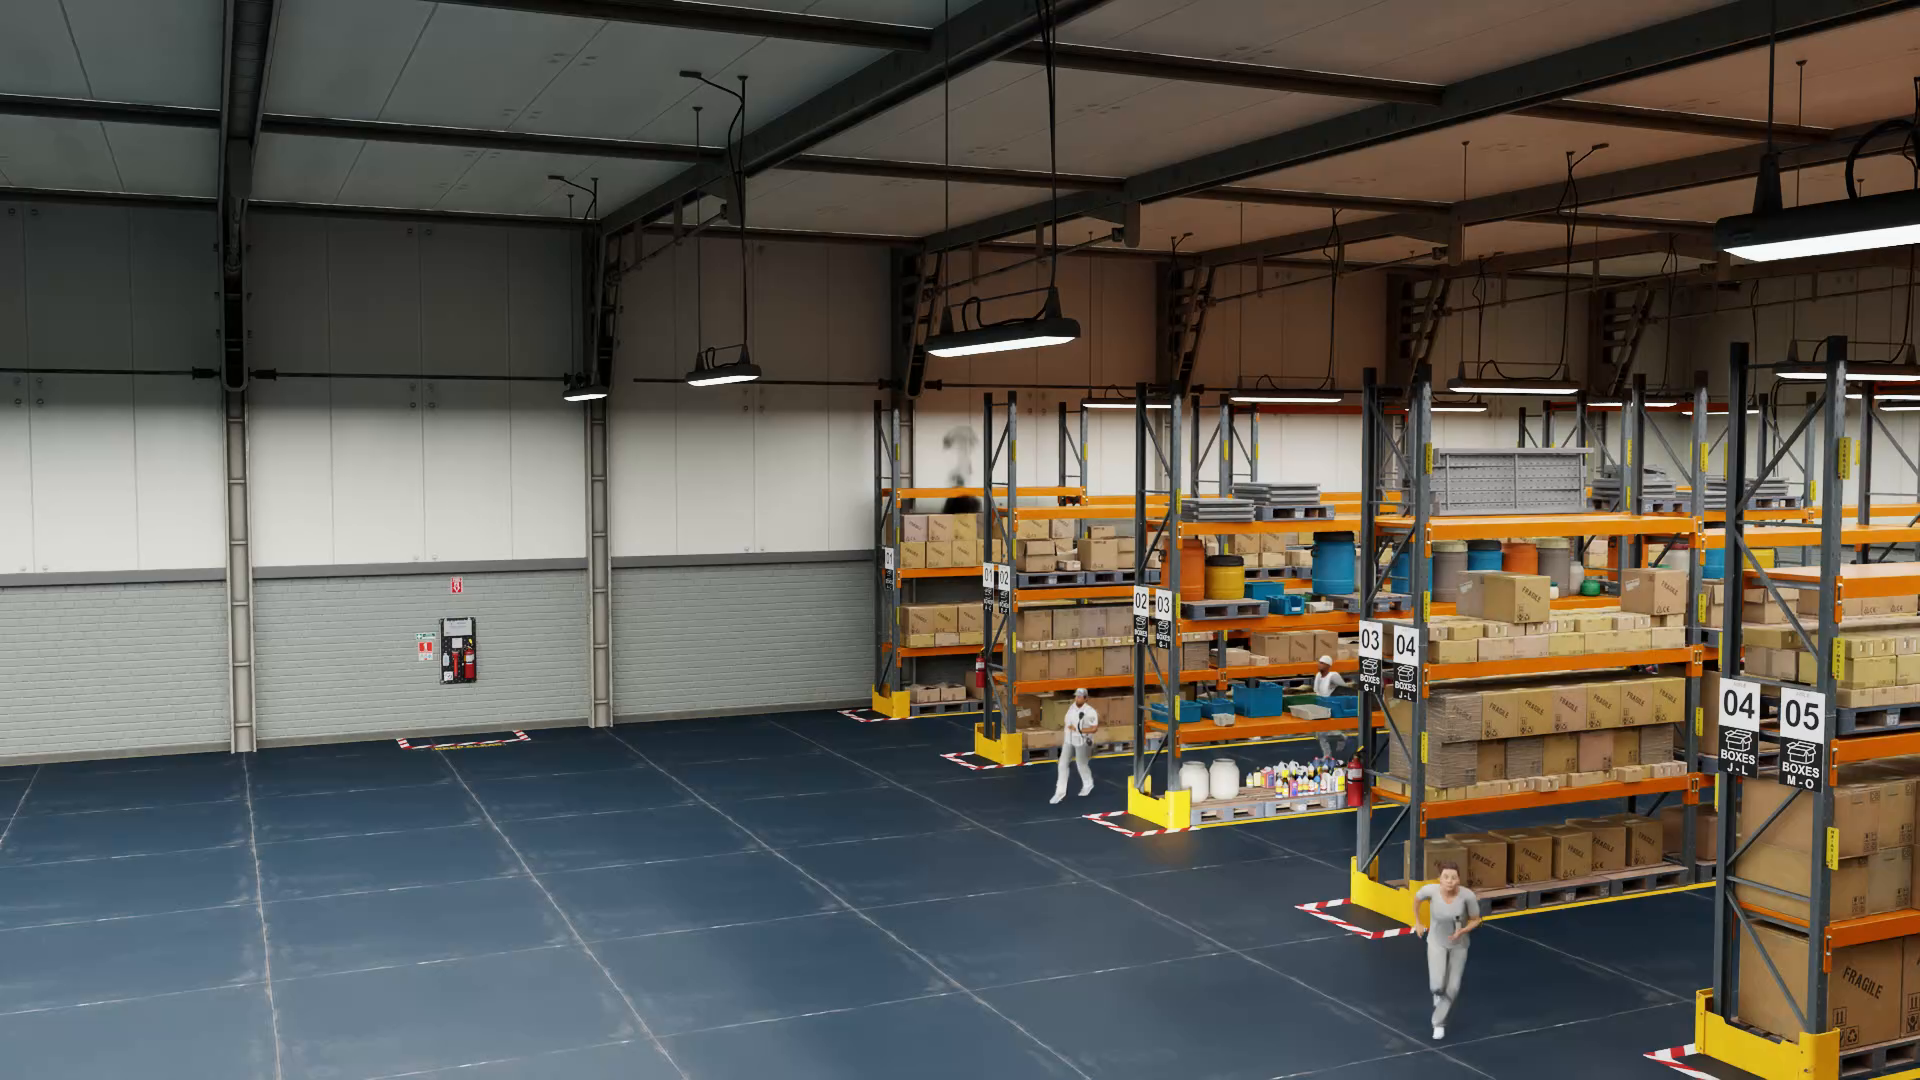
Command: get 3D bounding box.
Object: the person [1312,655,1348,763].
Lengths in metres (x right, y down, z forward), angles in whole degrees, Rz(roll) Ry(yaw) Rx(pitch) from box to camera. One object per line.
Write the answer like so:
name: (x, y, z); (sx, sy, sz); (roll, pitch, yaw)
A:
person: (5.963, 2.735, 26.891); (0.676, 1.747, 0.695); (-2, 4, -27)

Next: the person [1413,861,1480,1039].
person: (4.214, 3.539, 14.420); (0.553, 1.597, 0.687); (1, 3, 12)

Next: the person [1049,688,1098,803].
person: (1.762, 2.964, 23.985); (0.646, 1.704, 0.813); (3, 4, 41)
